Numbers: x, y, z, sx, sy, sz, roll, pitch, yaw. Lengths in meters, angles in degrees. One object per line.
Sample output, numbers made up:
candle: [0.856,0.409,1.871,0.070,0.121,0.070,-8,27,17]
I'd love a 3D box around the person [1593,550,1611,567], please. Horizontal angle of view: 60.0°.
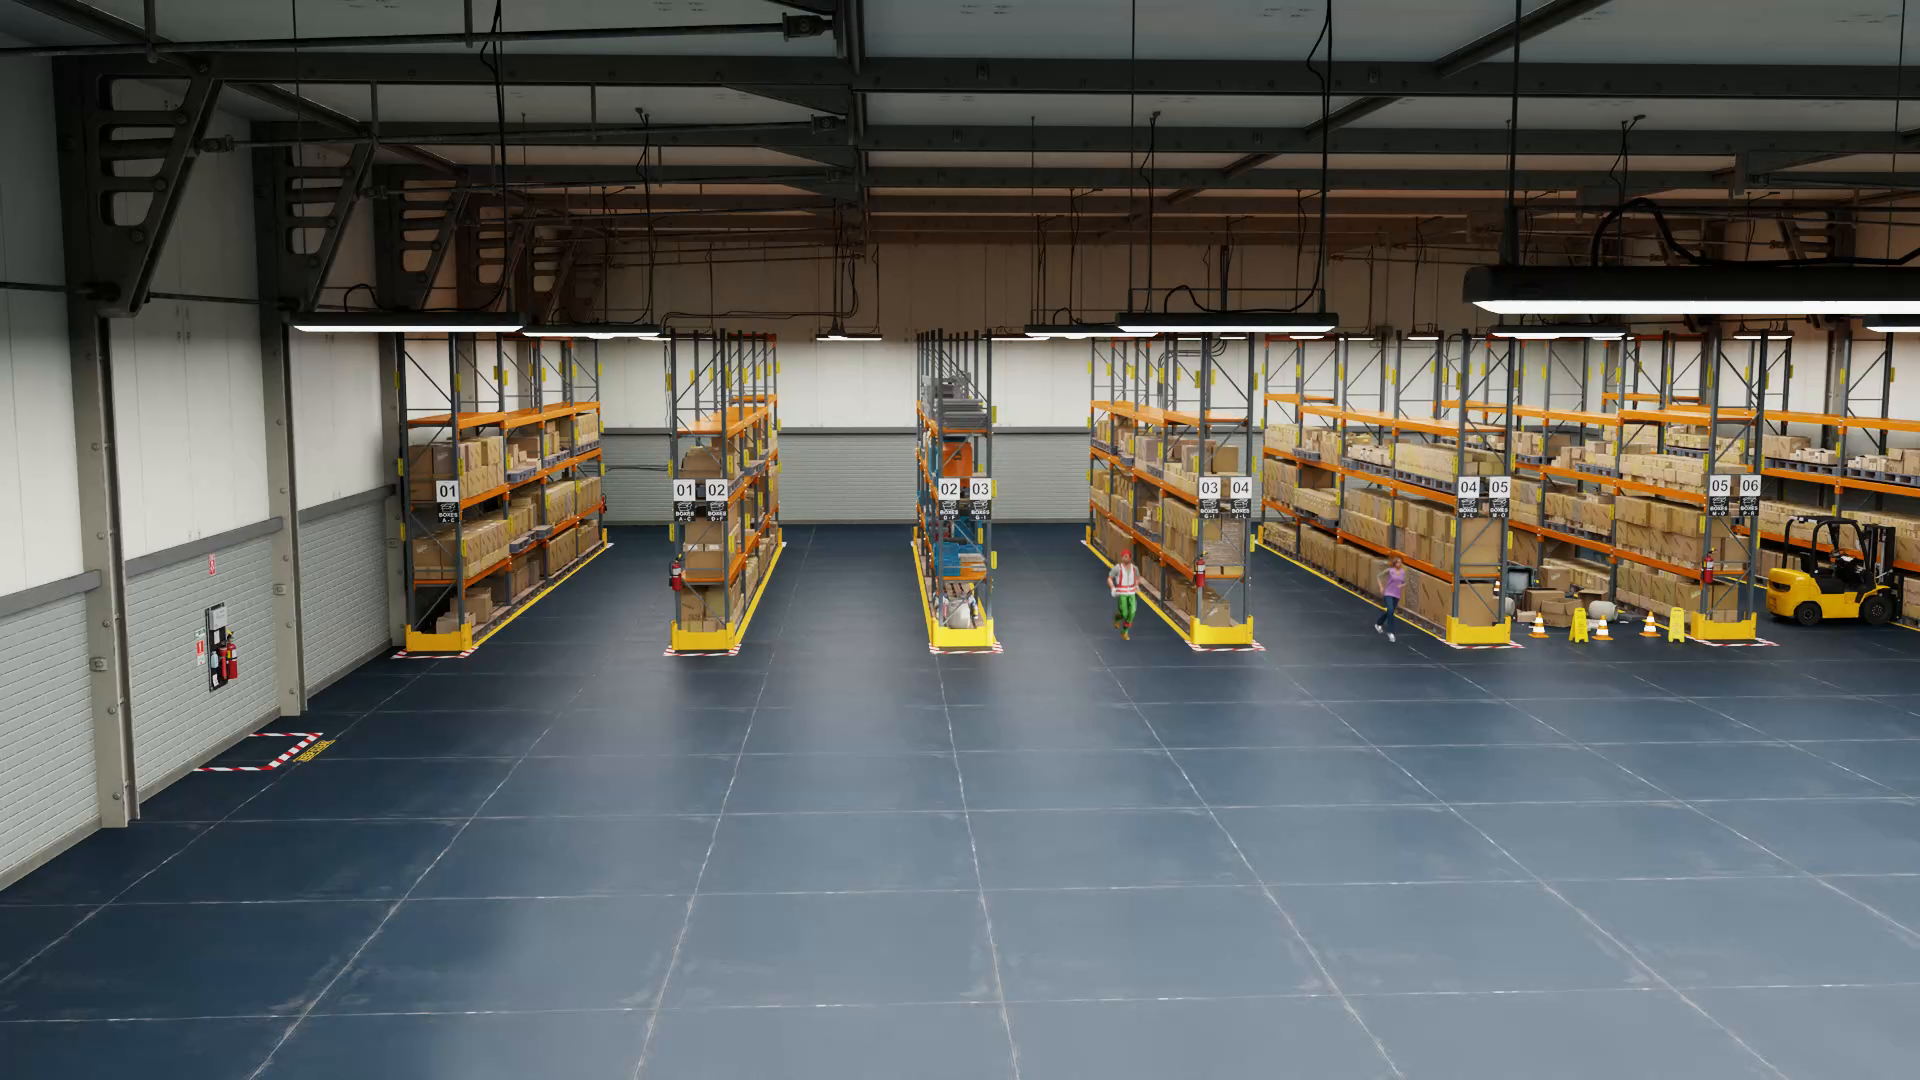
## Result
person: [15.843,0.036,40.901,0.685,1.725,0.613,0,7,-3]

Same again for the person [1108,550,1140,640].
person: [3.223,1.052,32.455,0.661,1.745,0.596,-2,7,-16]

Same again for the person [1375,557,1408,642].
person: [8.453,1.116,32.466,0.553,1.603,0.852,-2,7,-17]
